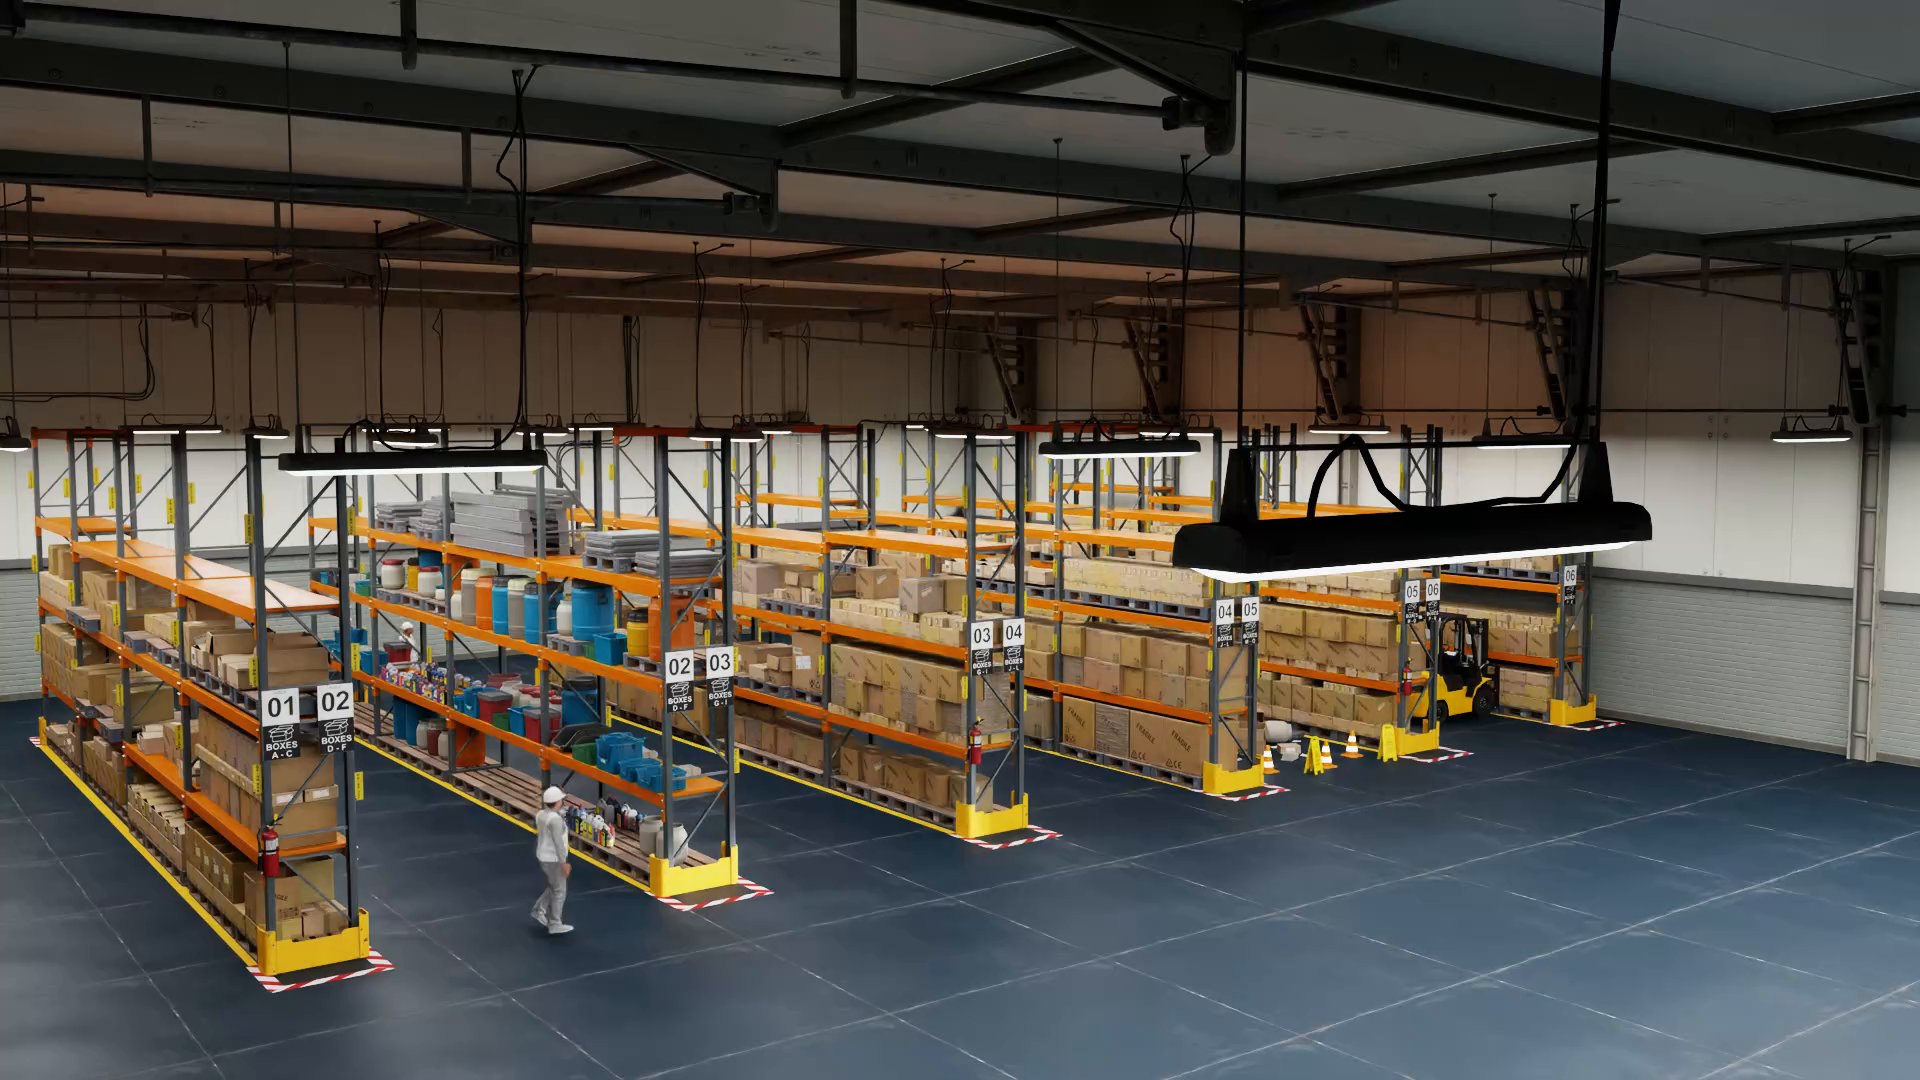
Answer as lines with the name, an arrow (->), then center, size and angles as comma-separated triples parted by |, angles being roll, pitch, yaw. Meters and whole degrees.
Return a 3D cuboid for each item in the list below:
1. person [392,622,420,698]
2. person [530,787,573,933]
person -> -11.866, 2.625, 35.933 | 1.068, 1.714, 0.546 | 3, 5, 30
person -> -4.956, 3.871, 20.166 | 0.467, 1.771, 0.611 | -2, 5, -24
